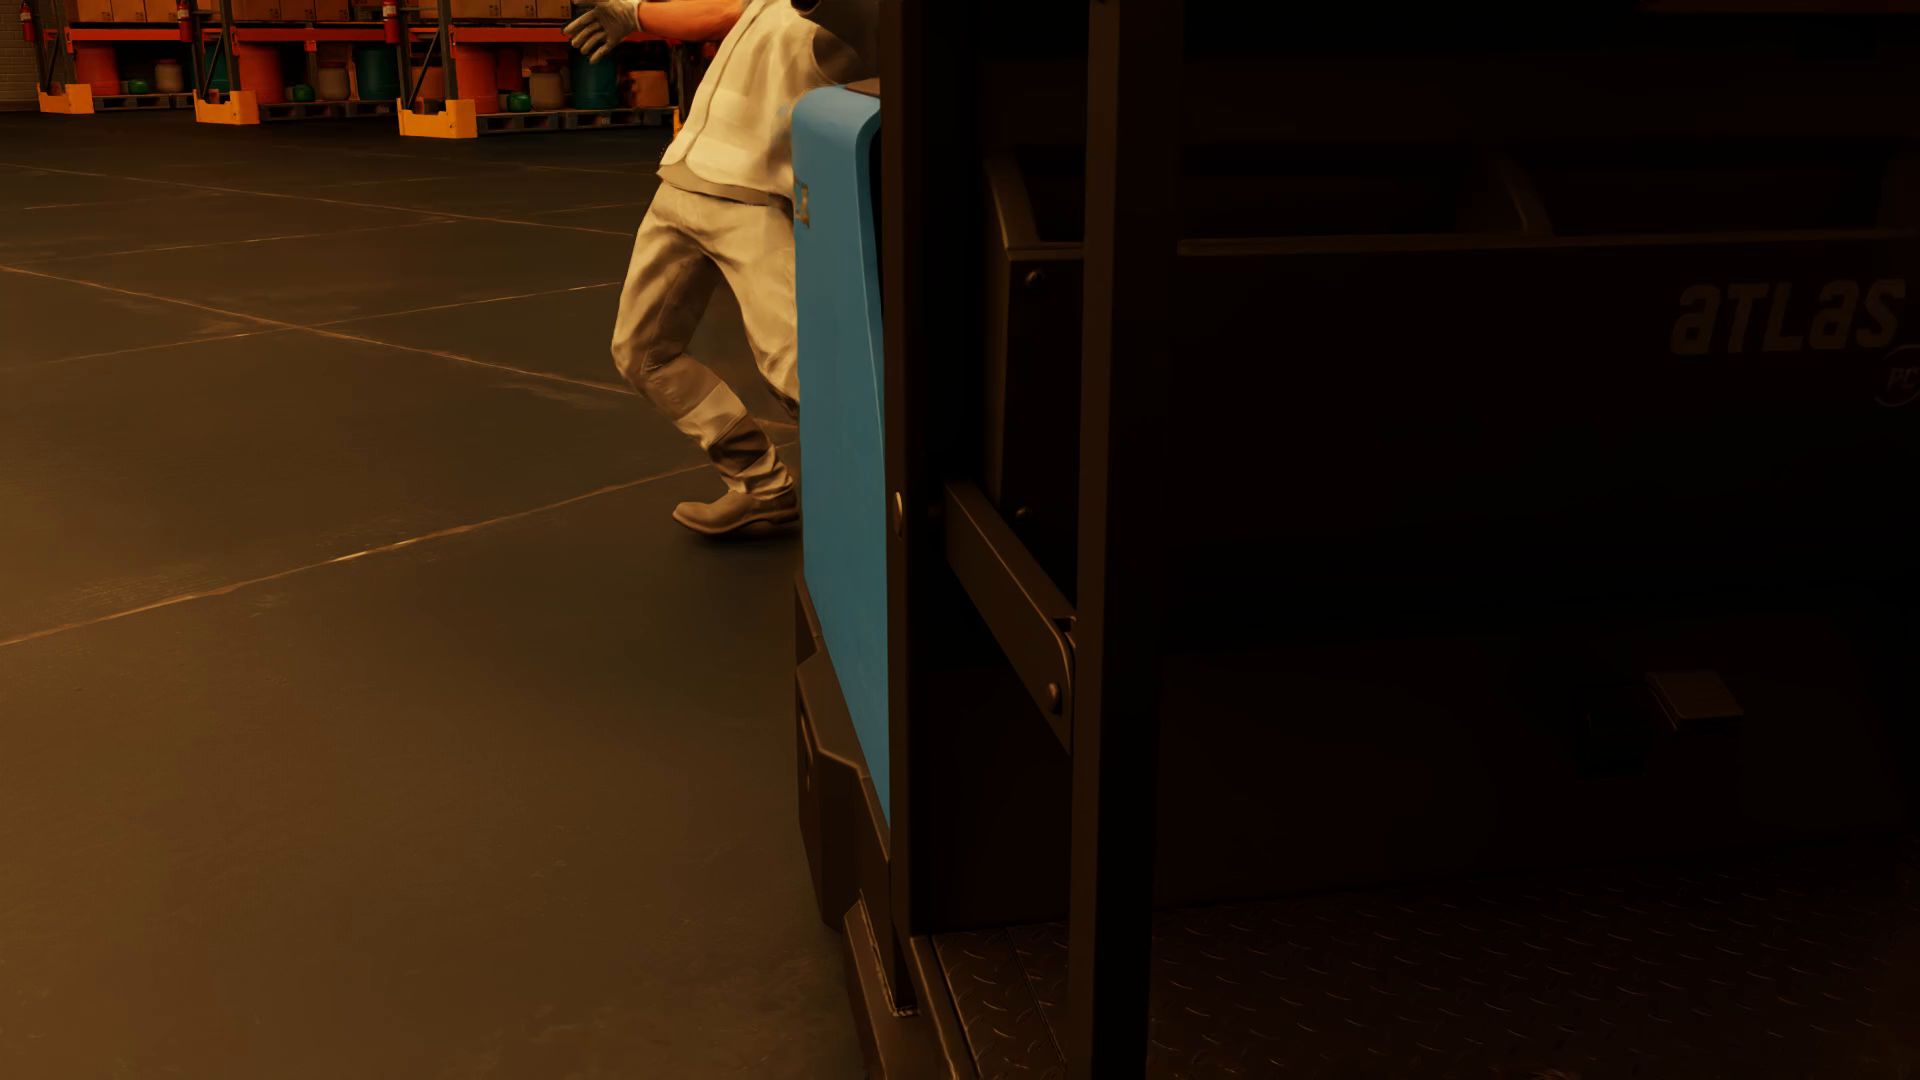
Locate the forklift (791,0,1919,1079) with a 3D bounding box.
[{"bbox_3d":[0.523,-0.670,1.103,1.130,2.935,3.031,-3,17,-11],"label":"forklift"}]

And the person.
[{"bbox_3d":[-0.505,-0.771,3.735,0.741,1.555,1.101,-14,22,-38],"label":"person"}]
